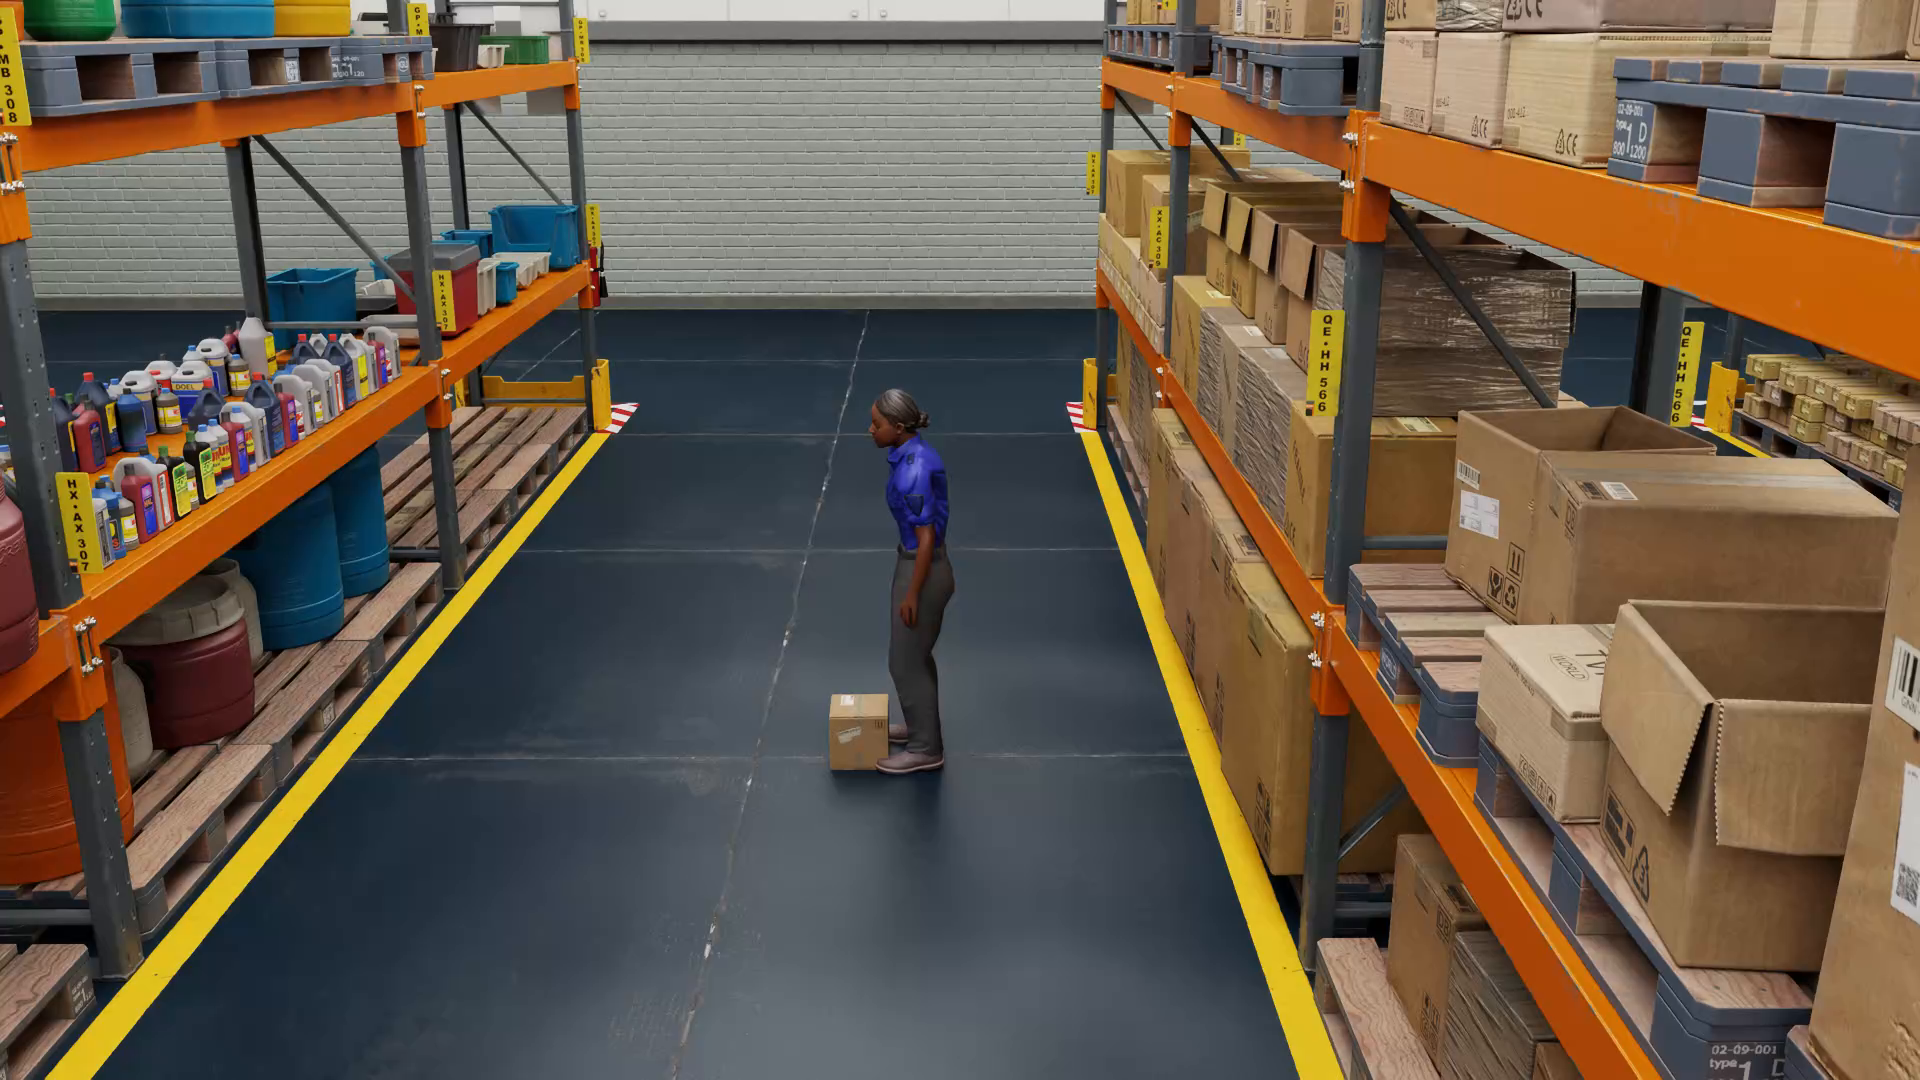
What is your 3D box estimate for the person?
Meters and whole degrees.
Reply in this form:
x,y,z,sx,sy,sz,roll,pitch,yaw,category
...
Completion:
x,y,z,sx,sy,sz,roll,pitch,yaw,category
-0.201,0.163,7.031,0.351,1.654,0.531,-1,17,-3,person
